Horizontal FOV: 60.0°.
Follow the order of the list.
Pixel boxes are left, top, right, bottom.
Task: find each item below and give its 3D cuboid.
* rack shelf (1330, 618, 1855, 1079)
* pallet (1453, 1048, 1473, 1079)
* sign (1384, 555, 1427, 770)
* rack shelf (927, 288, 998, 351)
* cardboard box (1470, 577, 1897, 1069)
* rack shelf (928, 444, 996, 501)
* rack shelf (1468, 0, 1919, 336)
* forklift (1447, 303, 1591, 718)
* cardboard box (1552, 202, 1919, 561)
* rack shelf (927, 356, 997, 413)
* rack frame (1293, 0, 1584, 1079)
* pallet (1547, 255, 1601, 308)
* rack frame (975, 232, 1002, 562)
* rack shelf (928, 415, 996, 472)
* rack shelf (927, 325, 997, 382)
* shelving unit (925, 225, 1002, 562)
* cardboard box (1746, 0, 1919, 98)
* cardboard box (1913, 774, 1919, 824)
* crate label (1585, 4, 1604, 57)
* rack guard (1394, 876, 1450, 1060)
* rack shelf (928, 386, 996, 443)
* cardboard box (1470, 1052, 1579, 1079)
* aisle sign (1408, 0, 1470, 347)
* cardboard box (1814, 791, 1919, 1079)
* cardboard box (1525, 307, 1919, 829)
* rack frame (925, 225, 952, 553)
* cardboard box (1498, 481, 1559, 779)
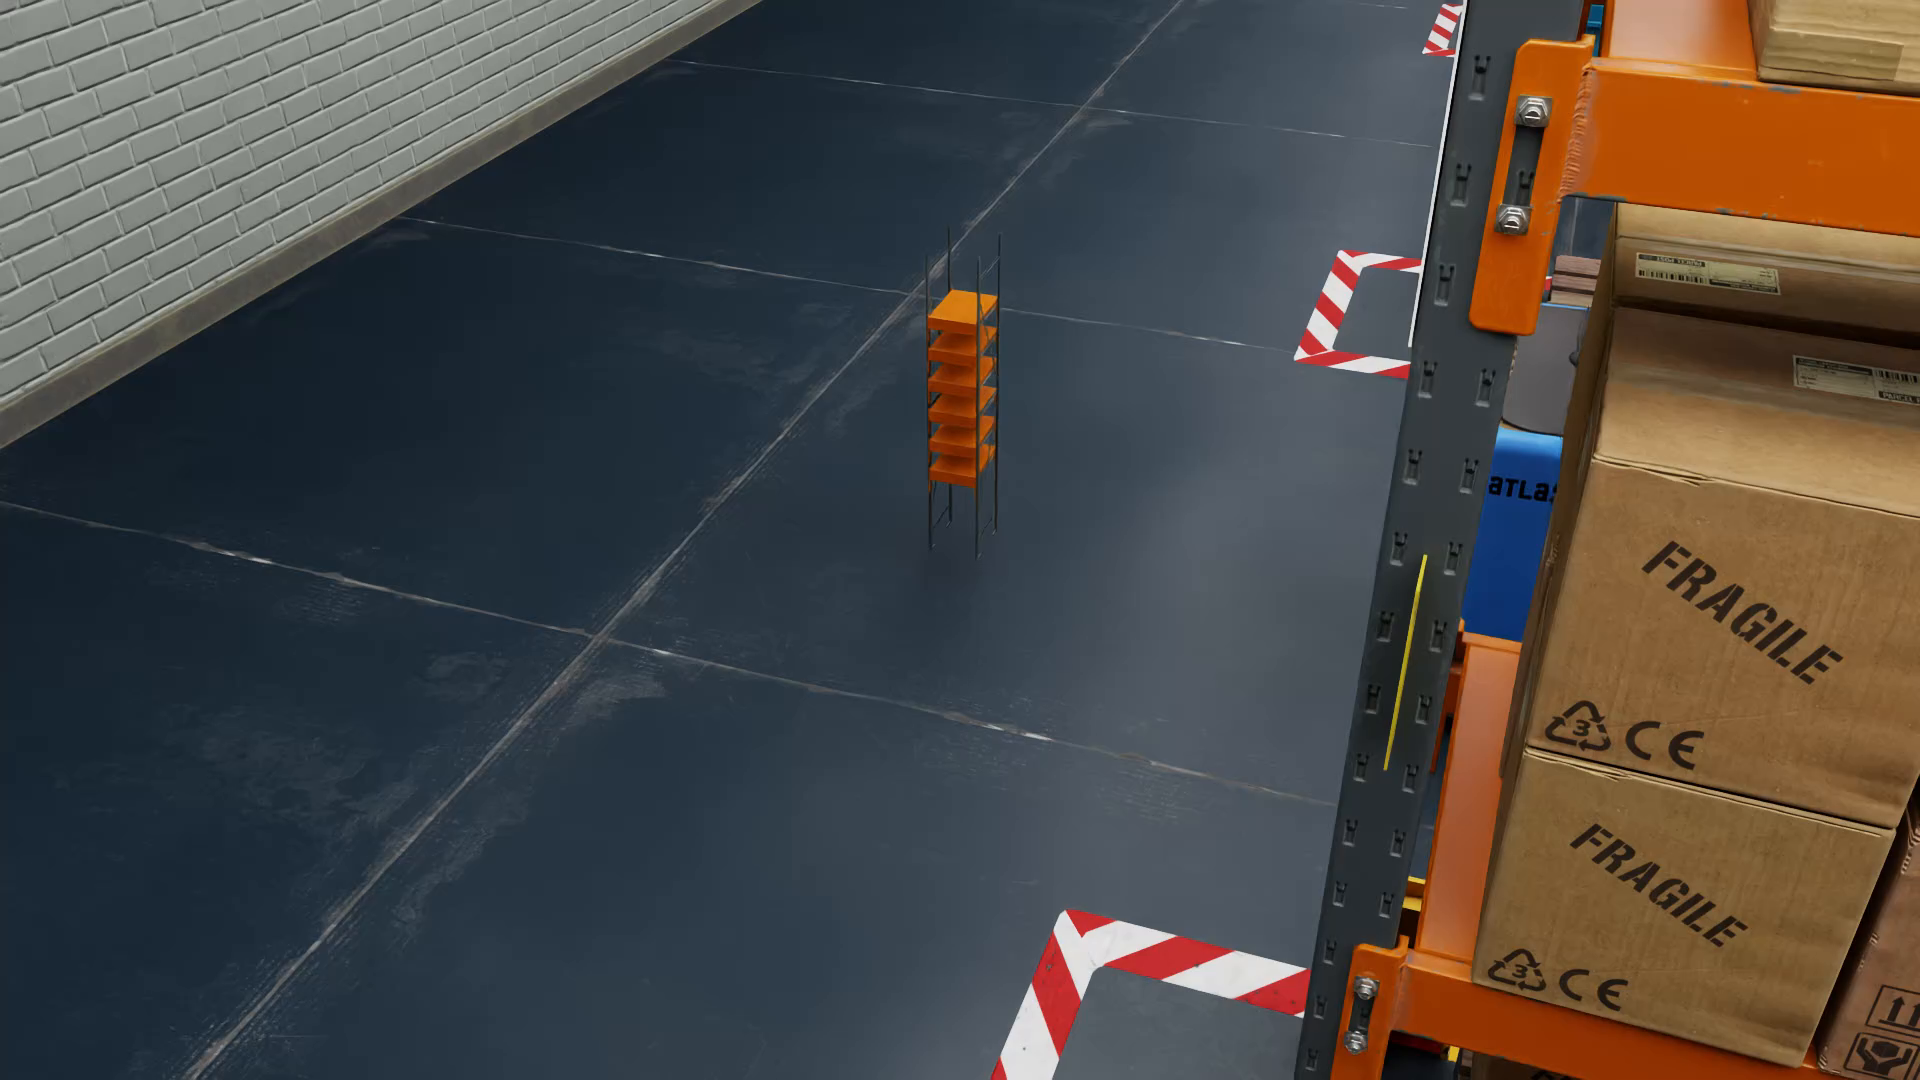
[{"bbox_3d":[2.710,0.935,2.700,4.000,0.370,1.077,11,34,16],"label":"rack shelf"},{"bbox_3d":[1.650,1.597,3.582,1.213,0.211,1.003,11,34,16],"label":"pallet"},{"bbox_3d":[0.645,0.180,2.408,0.005,0.325,0.100,11,34,16],"label":"sign"},{"bbox_3d":[0.014,-0.767,5.749,0.180,0.103,0.258,11,34,16],"label":"rack shelf"},{"bbox_3d":[1.156,0.440,2.711,0.500,0.500,0.500,12,35,17],"label":"cardboard box"},{"bbox_3d":[0.014,-0.262,6.075,0.180,0.103,0.258,11,34,16],"label":"rack shelf"},{"bbox_3d":[2.710,-0.326,1.887,4.000,0.370,1.077,11,34,16],"label":"rack shelf"},{"bbox_3d":[3.006,-0.667,4.581,3.031,2.935,1.130,9,34,14],"label":"forklift"},{"bbox_3d":[1.339,-0.255,2.865,0.500,0.500,0.500,11,34,16],"label":"cardboard box"},{"bbox_3d":[0.014,-0.565,5.879,0.180,0.103,0.258,11,34,16],"label":"rack shelf"},{"bbox_3d":[0.827,0.266,3.072,0.127,3.000,1.000,11,34,16],"label":"rack frame"},{"bbox_3d":[3.265,-0.920,7.480,1.213,0.211,1.003,11,34,16],"label":"pallet"},{"bbox_3d":[0.100,-0.485,5.895,0.006,1.200,0.240,11,34,16],"label":"rack frame"},{"bbox_3d":[0.014,-0.363,6.010,0.180,0.103,0.258,11,34,16],"label":"rack shelf"},{"bbox_3d":[0.014,-0.666,5.814,0.180,0.103,0.258,11,34,16],"label":"rack shelf"},{"bbox_3d":[0.014,-0.501,5.920,0.189,1.200,0.258,11,34,16],"label":"shelving unit"},{"bbox_3d":[1.225,-0.707,1.952,0.500,0.250,0.500,11,34,16],"label":"cardboard box"},{"bbox_3d":[1.651,0.112,2.297,0.500,0.500,0.500,11,35,17],"label":"cardboard box"},{"bbox_3d":[2.623,-2.004,6.687,0.303,0.233,0.416,11,34,16],"label":"crate label"},{"bbox_3d":[0.899,1.330,3.728,0.348,0.500,1.175,11,34,16],"label":"rack guard"},{"bbox_3d":[0.014,-0.464,5.945,0.180,0.103,0.258,11,34,16],"label":"rack shelf"},{"bbox_3d":[1.422,1.105,3.671,0.500,0.500,0.500,11,34,16],"label":"cardboard box"},{"bbox_3d":[0.664,-0.688,2.154,0.004,0.787,0.394,11,34,16],"label":"aisle sign"},{"bbox_3d":[1.644,0.532,2.568,0.500,0.500,0.500,11,34,16],"label":"cardboard box"},{"bbox_3d":[1.156,0.020,2.439,0.500,0.500,0.500,12,35,18],"label":"cardboard box"},{"bbox_3d":[-0.073,-0.518,5.946,0.006,1.200,0.240,11,34,16],"label":"rack frame"},{"bbox_3d":[1.341,0.167,3.133,0.500,0.500,0.500,12,35,18],"label":"cardboard box"}]
